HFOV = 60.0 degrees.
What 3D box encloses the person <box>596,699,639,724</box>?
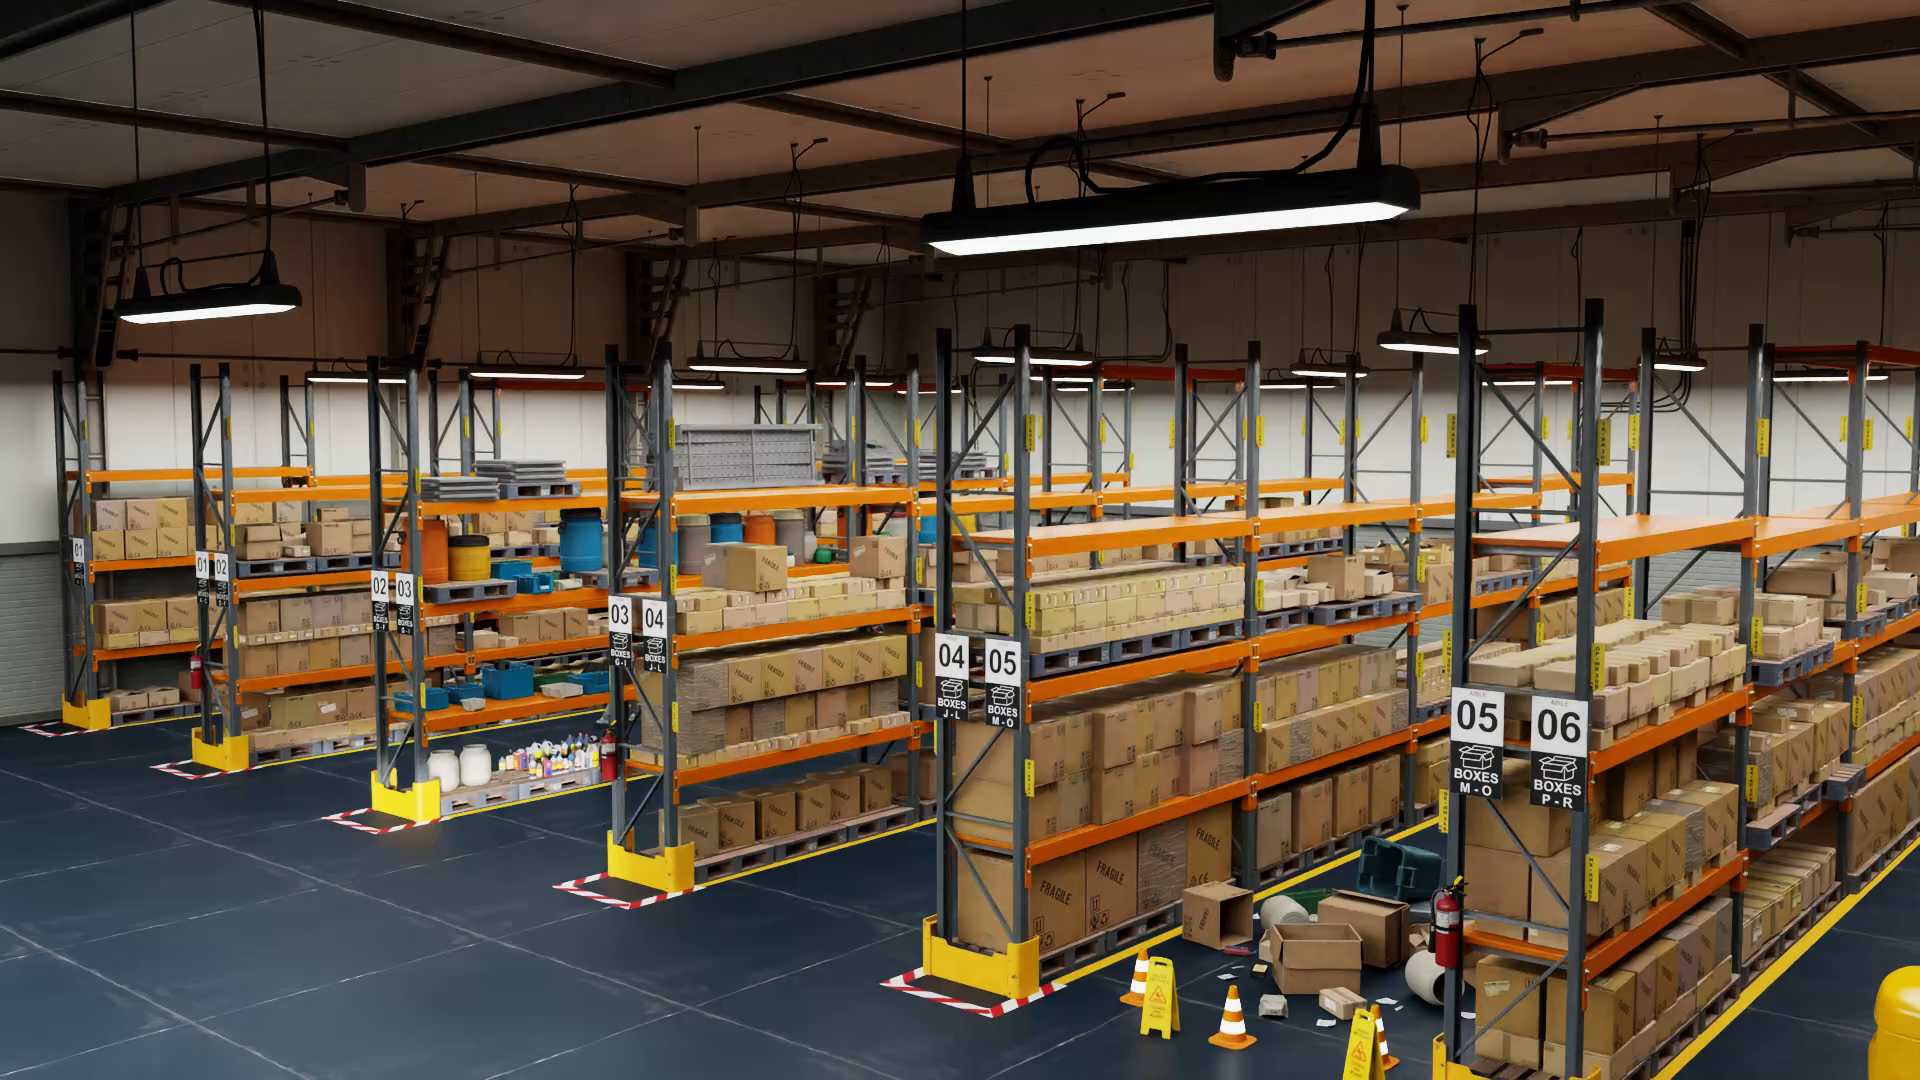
[{"bbox_3d":[-5.766,2.336,28.179,0.453,1.543,0.969,1,4,15],"label":"person"}]
